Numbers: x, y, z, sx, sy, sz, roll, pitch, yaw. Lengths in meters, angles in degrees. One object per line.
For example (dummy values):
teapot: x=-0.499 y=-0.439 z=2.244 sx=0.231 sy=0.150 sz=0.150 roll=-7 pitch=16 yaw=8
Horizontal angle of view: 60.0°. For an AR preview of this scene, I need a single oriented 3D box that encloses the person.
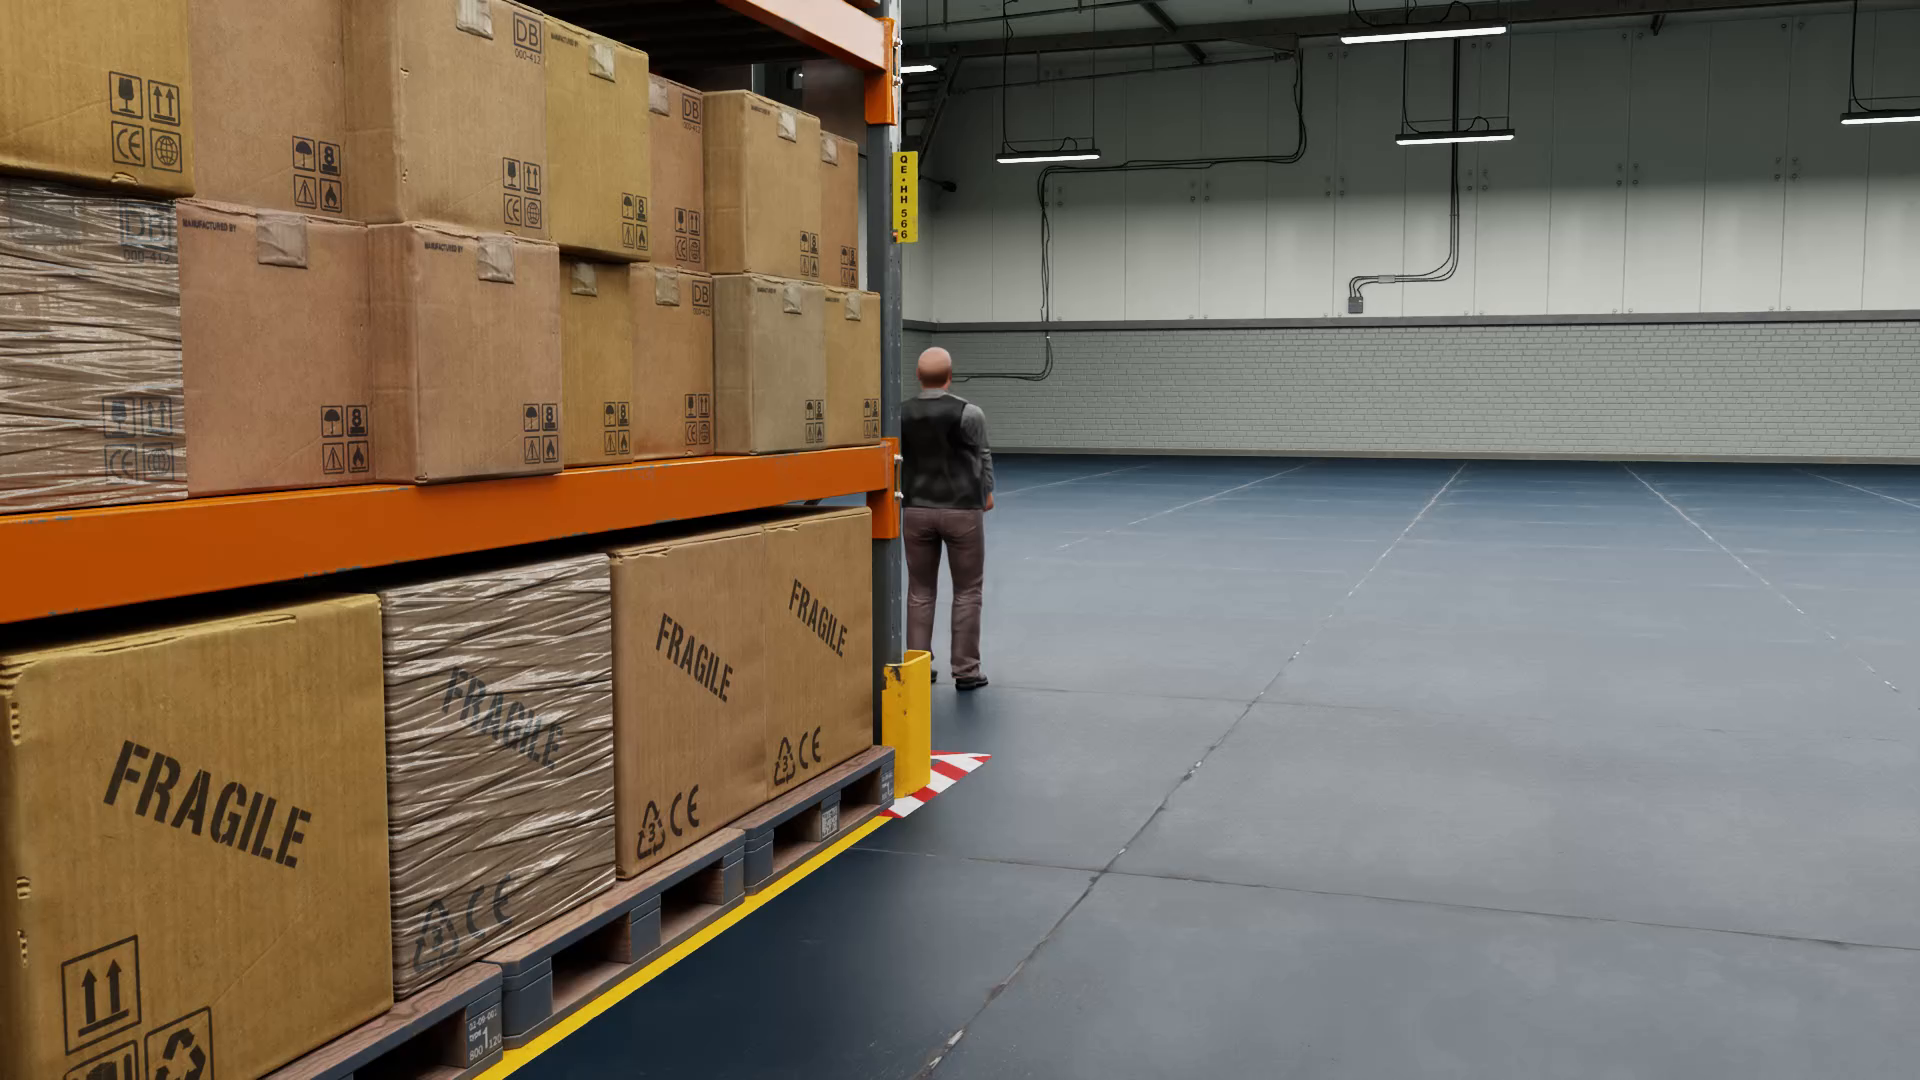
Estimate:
person: x=-0.070 y=-0.119 z=8.488 sx=0.494 sy=1.714 sz=0.546 roll=2 pitch=5 yaw=20
